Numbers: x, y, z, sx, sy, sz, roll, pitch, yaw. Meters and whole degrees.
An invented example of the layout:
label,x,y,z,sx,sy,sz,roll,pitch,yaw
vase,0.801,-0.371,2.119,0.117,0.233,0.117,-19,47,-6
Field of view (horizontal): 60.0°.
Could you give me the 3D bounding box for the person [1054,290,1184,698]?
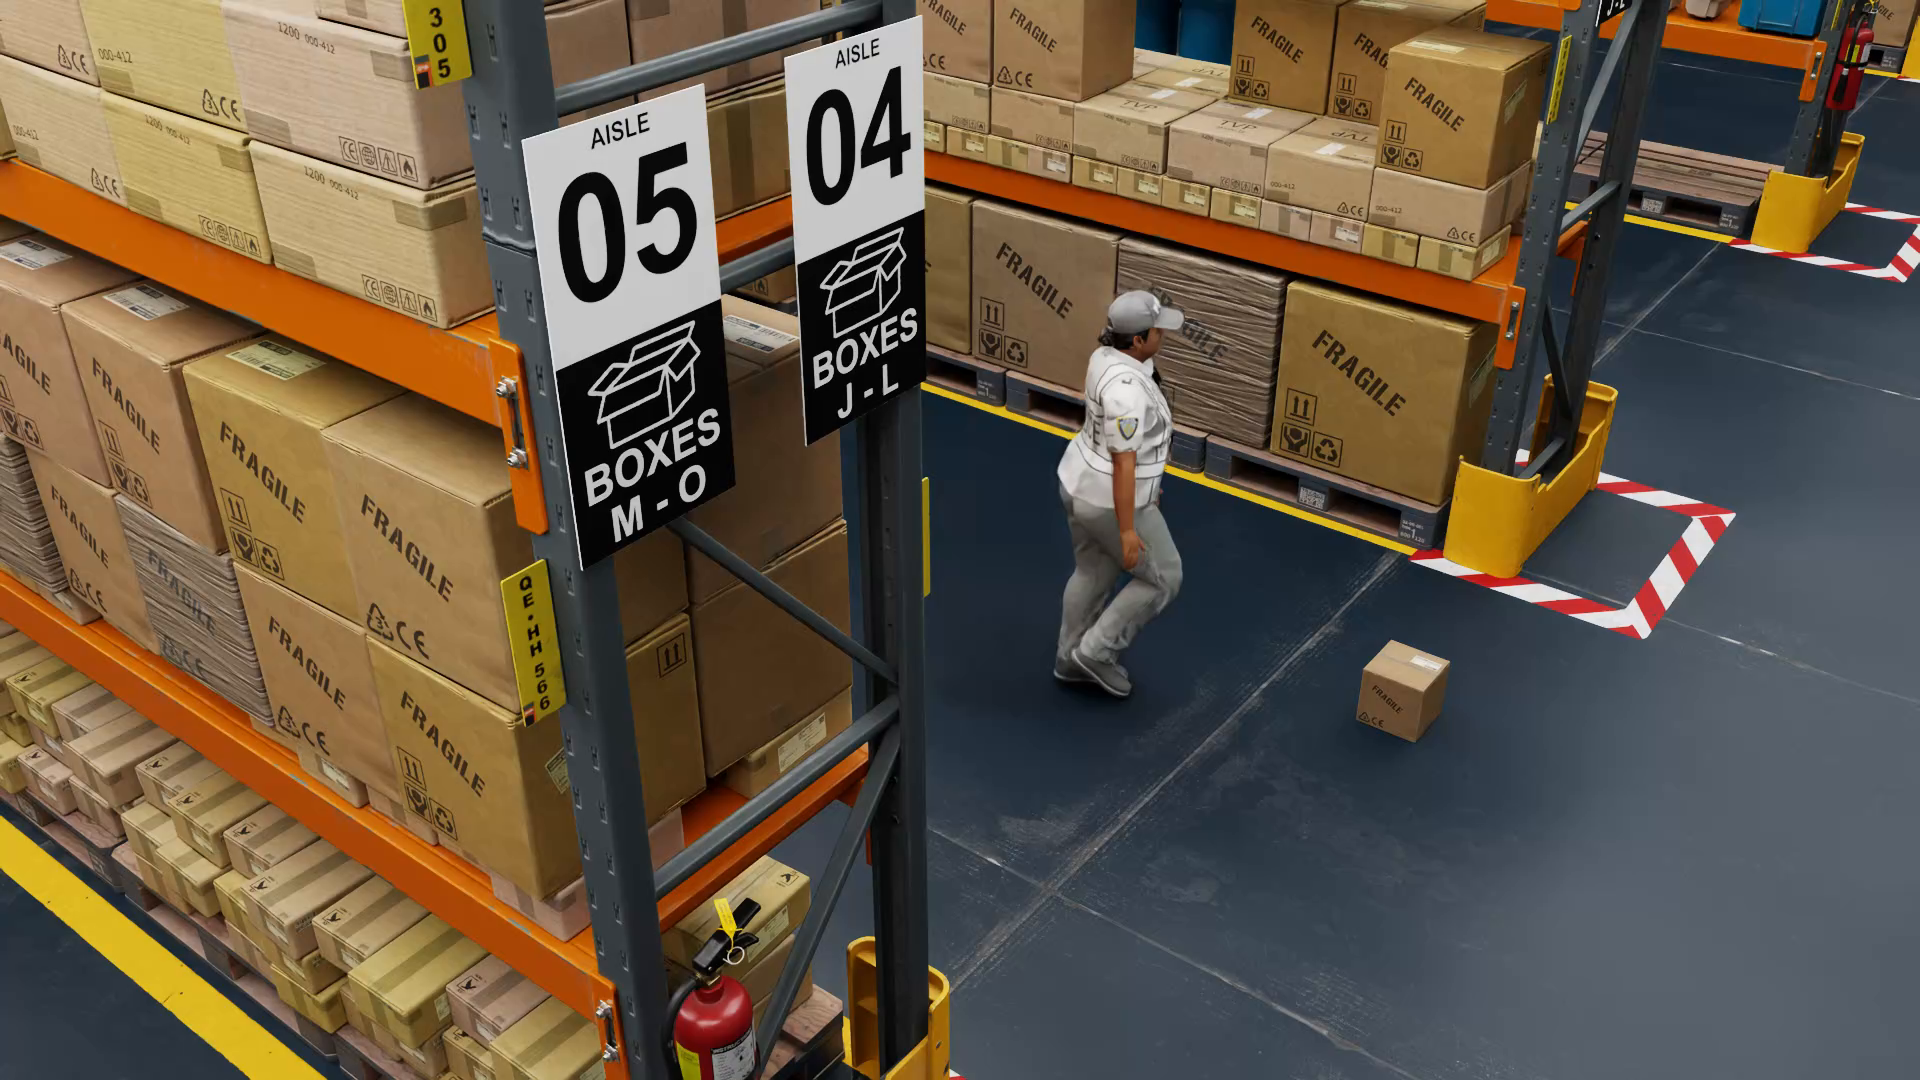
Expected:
label,x,y,z,sx,sy,sz,roll,pitch,yaw
person,0.615,-0.146,6.348,0.464,1.651,0.612,-4,31,-7
